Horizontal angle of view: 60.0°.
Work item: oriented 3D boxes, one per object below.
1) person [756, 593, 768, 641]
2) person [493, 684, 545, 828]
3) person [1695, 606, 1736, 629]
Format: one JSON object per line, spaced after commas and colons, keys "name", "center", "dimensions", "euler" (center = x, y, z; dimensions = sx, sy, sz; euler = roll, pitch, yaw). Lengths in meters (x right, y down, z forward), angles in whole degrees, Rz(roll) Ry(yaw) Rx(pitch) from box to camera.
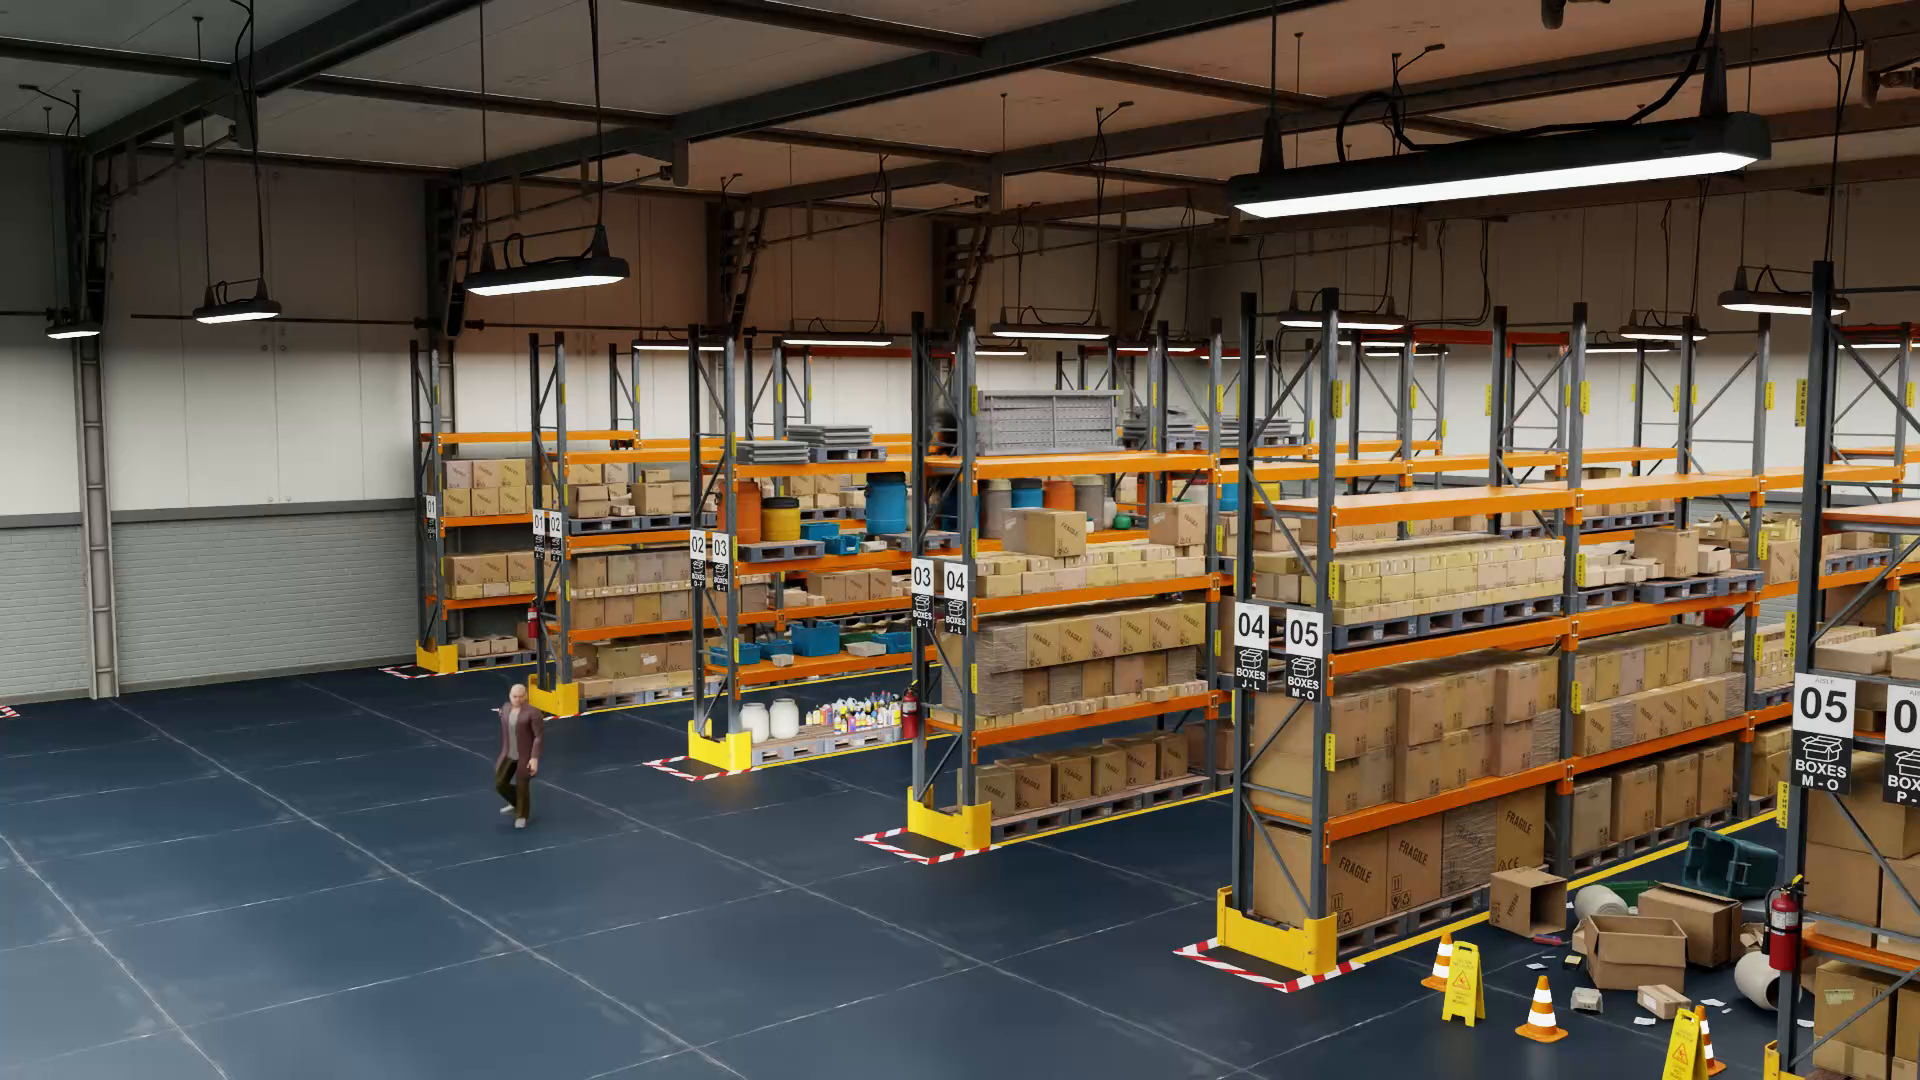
{"name": "person", "center": [-4.072, 1.360, 32.731], "dimensions": [0.604, 1.570, 0.718], "euler": [3, 6, 26]}
{"name": "person", "center": [-5.144, 2.504, 19.481], "dimensions": [0.750, 1.733, 0.586], "euler": [2, 6, 18]}
{"name": "person", "center": [13.436, 1.692, 29.650], "dimensions": [0.647, 1.524, 1.147], "euler": [2, 6, 16]}
